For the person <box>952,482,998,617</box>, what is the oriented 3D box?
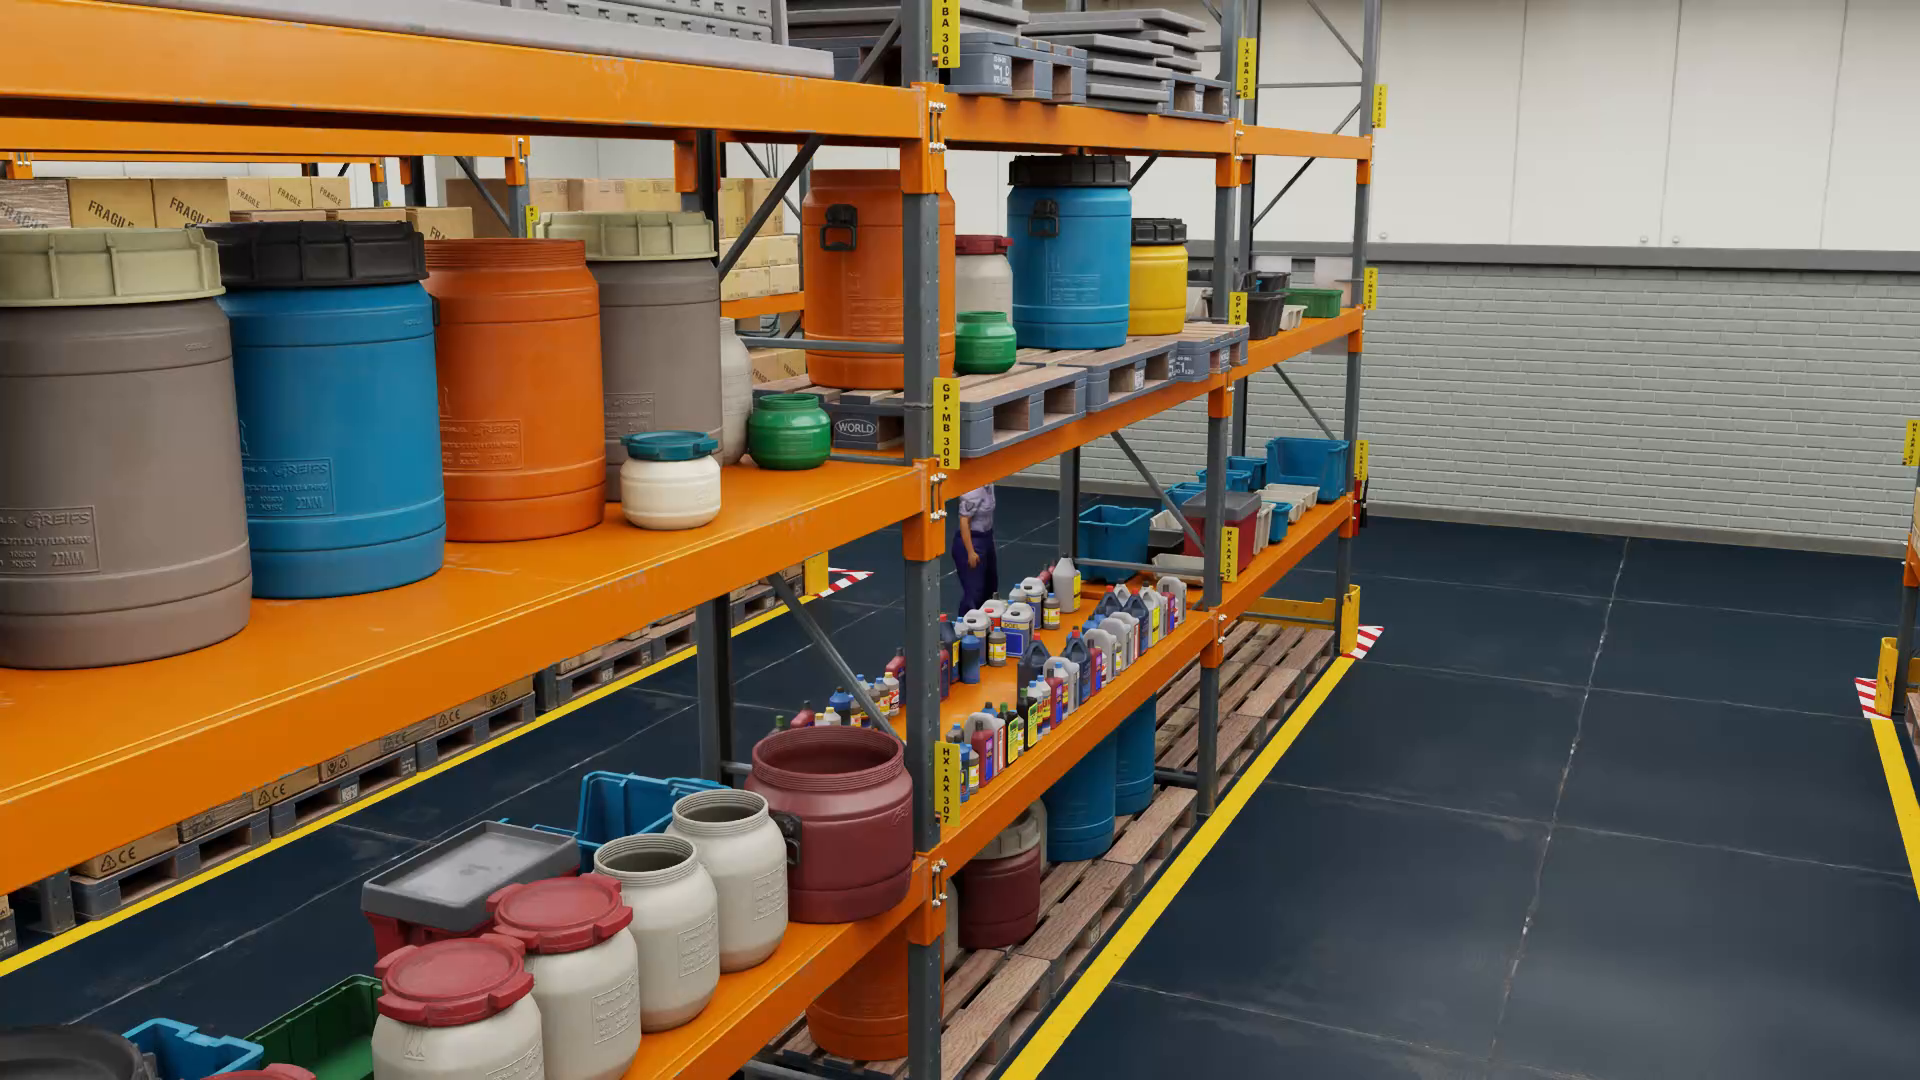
[{"bbox_3d":[0.140,0.086,13.638,0.371,1.632,0.560,5,13,20],"label":"person"}]
